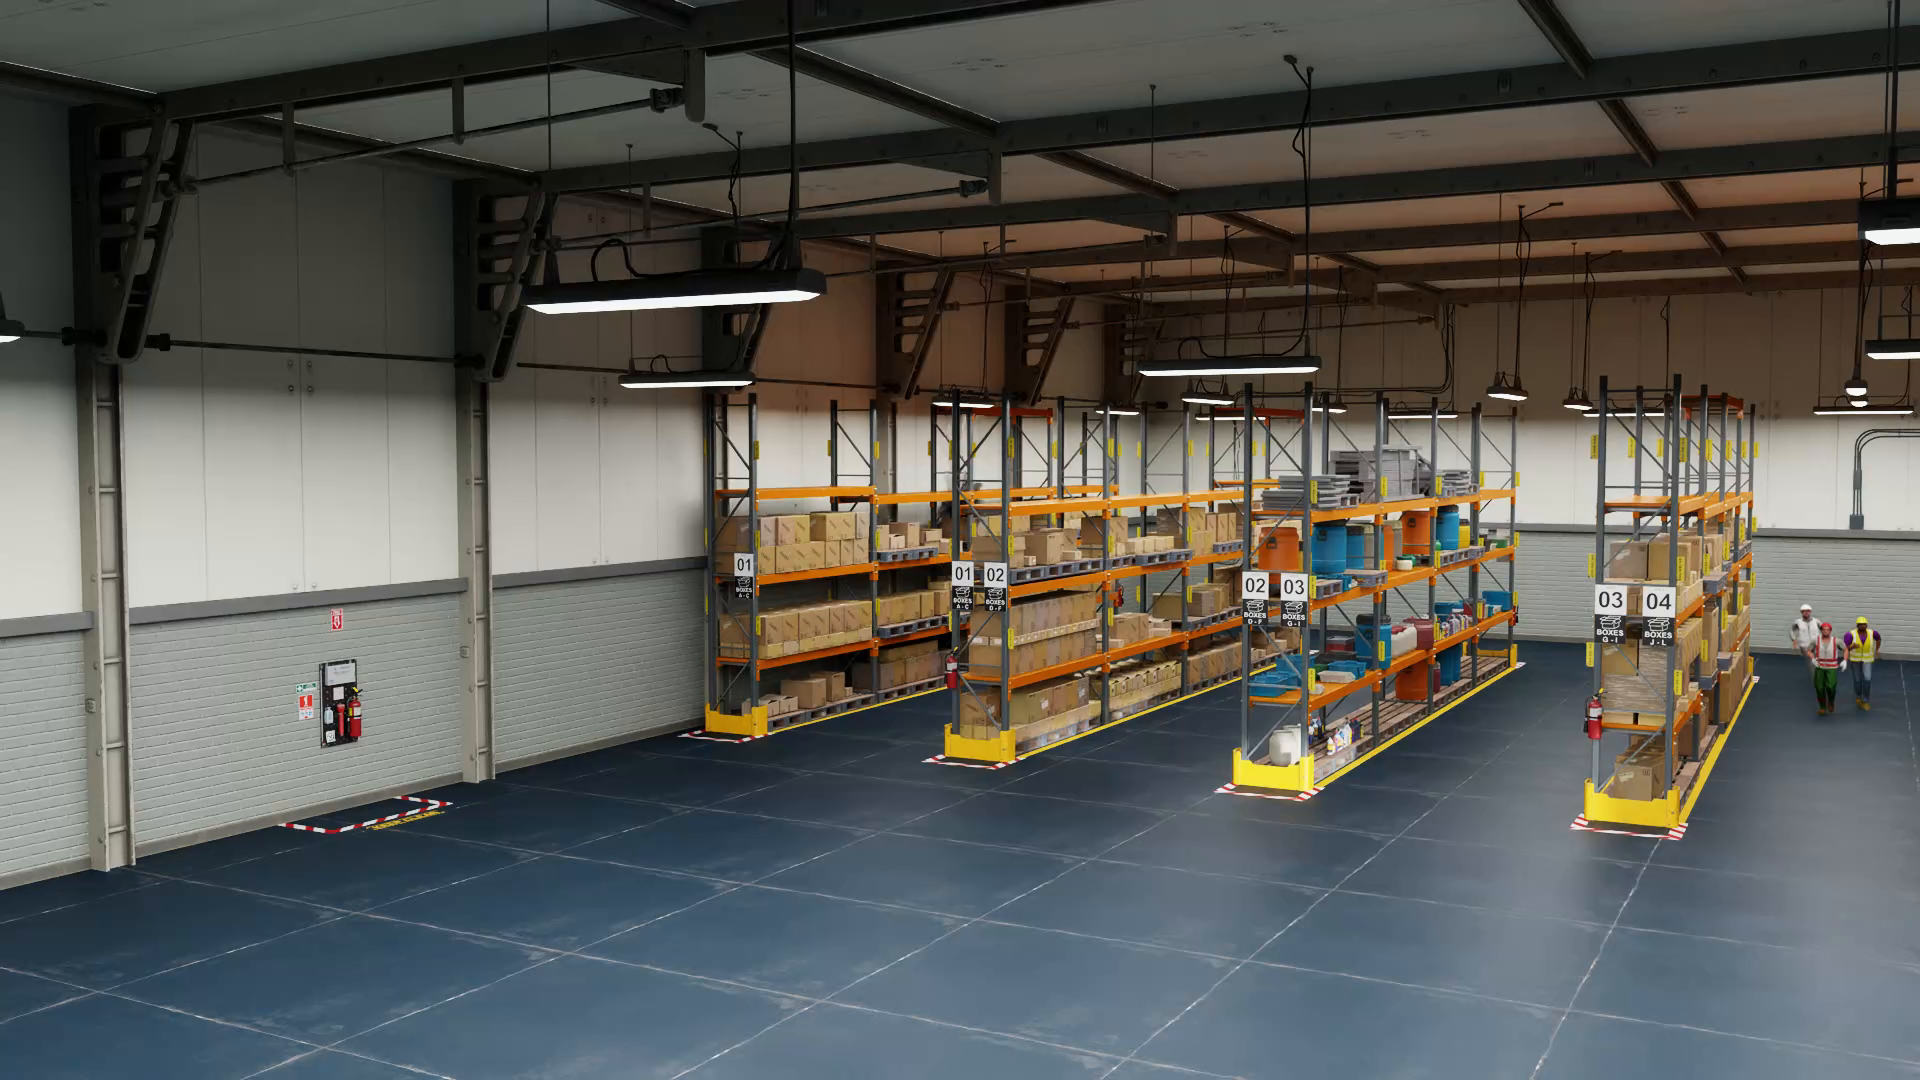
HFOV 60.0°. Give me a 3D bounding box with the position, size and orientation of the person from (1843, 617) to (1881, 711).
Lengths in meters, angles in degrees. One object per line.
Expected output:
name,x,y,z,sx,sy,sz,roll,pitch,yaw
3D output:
person,17.452,2.393,32.199,0.661,1.833,0.833,2,3,28

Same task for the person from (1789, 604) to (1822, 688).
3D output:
person,17.930,2.230,35.135,0.713,1.734,0.933,1,3,18

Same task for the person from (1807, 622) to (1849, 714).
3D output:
person,16.349,2.426,31.366,0.700,1.743,0.602,2,4,31
